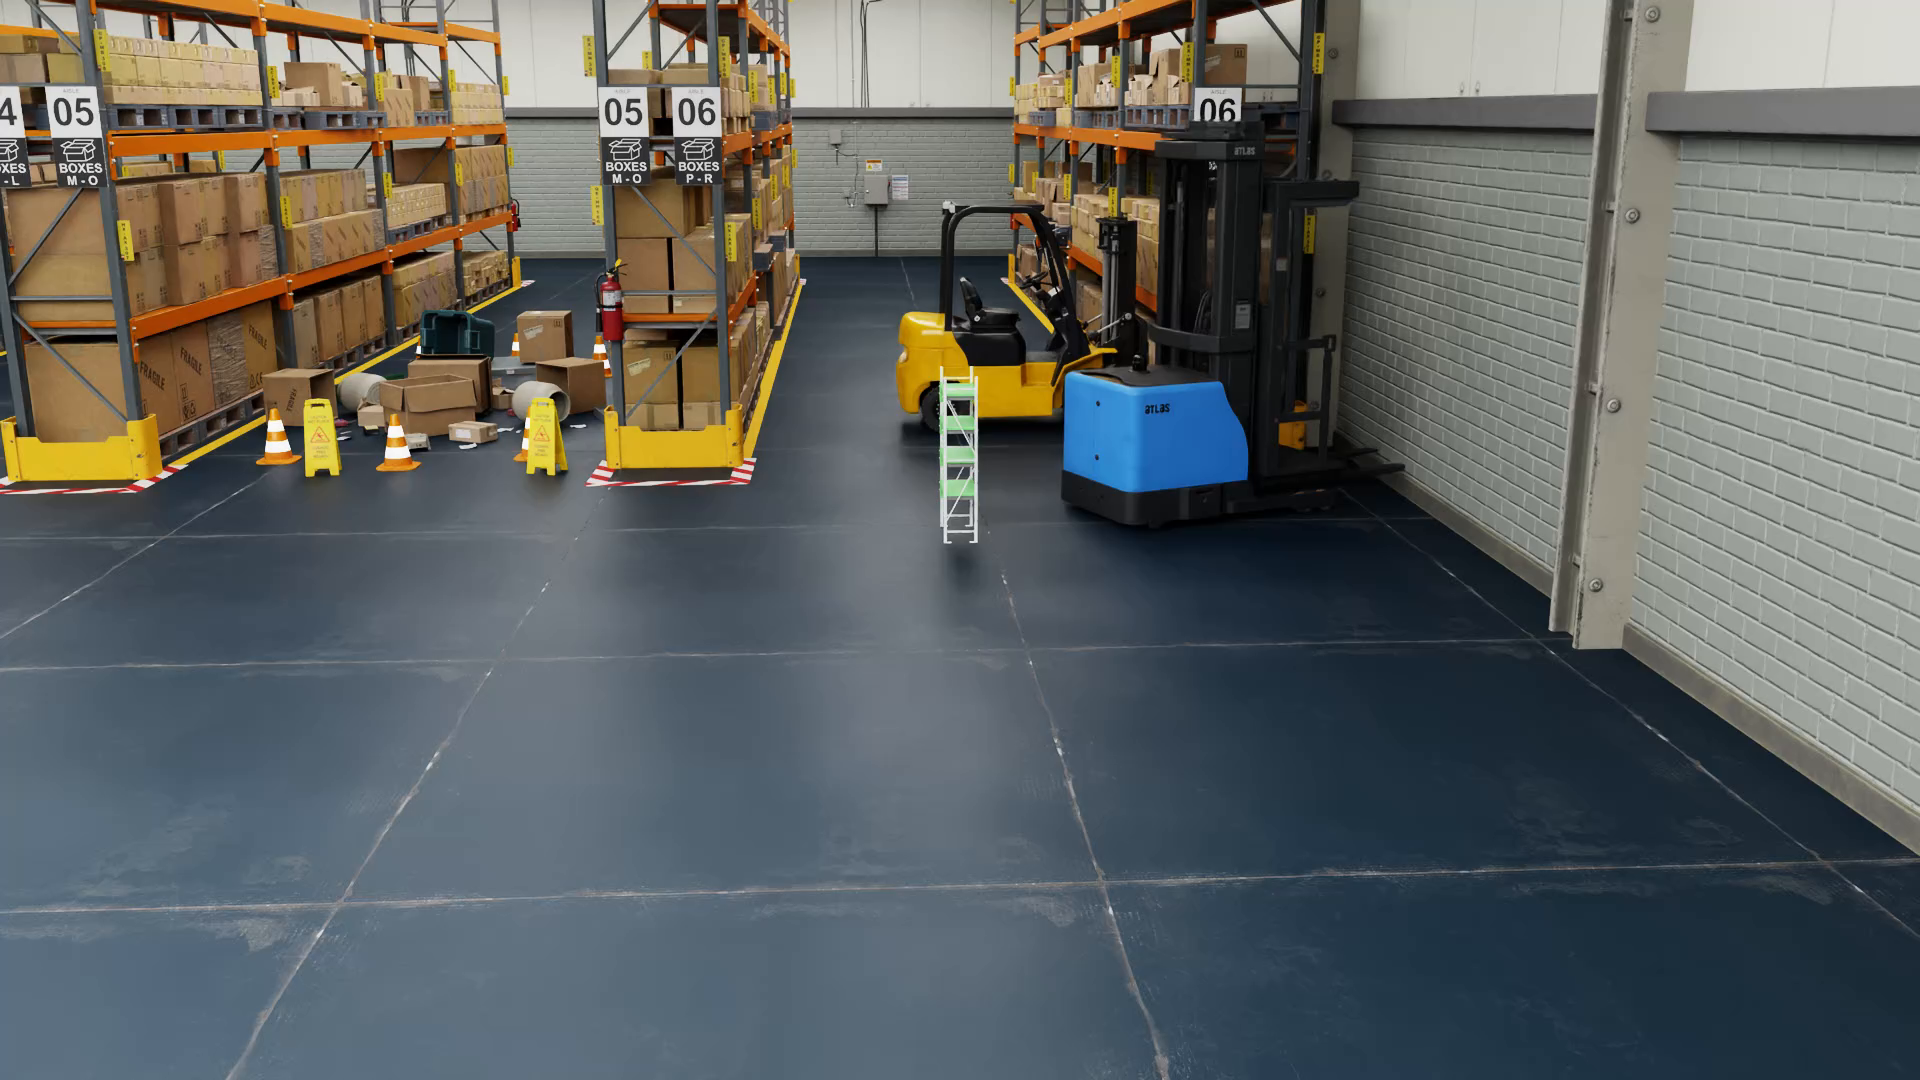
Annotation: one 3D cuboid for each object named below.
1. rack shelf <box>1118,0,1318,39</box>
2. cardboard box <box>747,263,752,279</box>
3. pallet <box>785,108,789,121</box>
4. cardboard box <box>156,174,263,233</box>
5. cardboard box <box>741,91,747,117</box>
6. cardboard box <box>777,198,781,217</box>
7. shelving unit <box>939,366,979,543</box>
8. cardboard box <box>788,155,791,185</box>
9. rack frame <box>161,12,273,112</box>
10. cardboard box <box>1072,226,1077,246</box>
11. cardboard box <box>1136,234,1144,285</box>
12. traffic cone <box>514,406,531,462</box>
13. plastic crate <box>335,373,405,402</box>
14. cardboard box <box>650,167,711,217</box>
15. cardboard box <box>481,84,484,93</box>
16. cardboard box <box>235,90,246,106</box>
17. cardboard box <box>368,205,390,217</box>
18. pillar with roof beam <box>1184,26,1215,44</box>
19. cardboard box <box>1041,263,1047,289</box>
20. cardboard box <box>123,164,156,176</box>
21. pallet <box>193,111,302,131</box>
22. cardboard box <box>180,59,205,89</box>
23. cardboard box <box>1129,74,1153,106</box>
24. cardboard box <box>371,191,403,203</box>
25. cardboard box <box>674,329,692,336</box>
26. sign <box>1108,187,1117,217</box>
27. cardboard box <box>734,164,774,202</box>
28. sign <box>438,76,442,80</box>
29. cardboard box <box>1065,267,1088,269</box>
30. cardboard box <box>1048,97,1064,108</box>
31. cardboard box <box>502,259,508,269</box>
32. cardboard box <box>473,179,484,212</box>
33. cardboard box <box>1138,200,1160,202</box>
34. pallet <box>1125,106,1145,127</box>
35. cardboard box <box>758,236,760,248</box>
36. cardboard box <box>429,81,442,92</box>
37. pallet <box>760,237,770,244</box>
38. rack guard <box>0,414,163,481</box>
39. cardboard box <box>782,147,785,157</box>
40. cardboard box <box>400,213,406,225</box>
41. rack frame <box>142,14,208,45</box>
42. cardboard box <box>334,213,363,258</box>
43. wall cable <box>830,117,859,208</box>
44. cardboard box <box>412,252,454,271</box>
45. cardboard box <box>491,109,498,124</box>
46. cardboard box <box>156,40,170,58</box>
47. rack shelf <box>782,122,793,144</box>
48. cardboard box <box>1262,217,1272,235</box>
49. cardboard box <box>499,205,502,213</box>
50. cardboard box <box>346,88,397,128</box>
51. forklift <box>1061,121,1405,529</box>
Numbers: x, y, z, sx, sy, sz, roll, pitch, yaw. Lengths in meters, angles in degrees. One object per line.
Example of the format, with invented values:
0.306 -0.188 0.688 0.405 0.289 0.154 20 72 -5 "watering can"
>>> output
2.338 -5.041 15.807 1.077 0.370 4.000 -1 14 -3 "rack shelf"
-2.393 -2.839 17.545 0.380 0.149 0.250 -1 14 -2 "cardboard box"
-3.348 -7.004 27.385 1.003 0.211 1.213 -1 14 -3 "pallet"
-7.535 -3.365 16.616 0.875 0.550 0.550 -1 14 -3 "cardboard box"
-2.411 -4.391 16.756 0.500 0.250 0.500 -1 14 -4 "cardboard box"
-2.840 -4.771 23.847 0.500 0.250 0.500 -1 14 -2 "cardboard box"
-0.010 -0.622 12.037 0.258 1.200 0.503 -1 14 -3 "shelving unit"
-3.127 -6.246 28.076 0.500 0.500 0.500 -1 14 -4 "cardboard box"
-7.674 -5.902 16.905 1.000 3.000 0.127 -1 14 -3 "rack frame"
1.750 -3.983 21.790 0.500 0.250 0.500 -1 14 -3 "cardboard box"
2.062 -2.854 16.899 0.500 0.500 0.500 -1 14 -4 "cardboard box"
-3.806 -0.962 14.835 0.336 0.463 0.334 -1 14 -3 "traffic cone"
-6.356 -1.639 17.906 0.450 0.188 0.662 -4 11 28 "plastic crate"
-2.919 -3.534 16.939 0.700 0.500 0.500 -1 14 -3 "cardboard box"
-8.089 -7.463 27.491 0.380 0.149 0.250 -1 14 -5 "cardboard box"
-7.299 -4.367 16.419 0.380 0.149 0.250 -1 14 -3 "cardboard box"
-7.751 -4.340 21.940 0.380 0.149 0.250 0 14 -1 "cardboard box"
-1.350 -6.699 20.003 9.100 9.000 0.400 -1 14 -3 "pillar with roof beam"
1.524 -4.034 25.859 0.500 0.500 0.500 0 14 -1 "cardboard box"
-12.924 -5.615 26.028 0.500 0.500 0.500 -1 14 -3 "cardboard box"
-7.780 -4.584 18.186 0.805 0.209 1.217 -1 15 -6 "pallet"
-7.295 -4.278 15.274 0.500 0.250 0.500 -1 14 -4 "cardboard box"
2.023 -4.626 17.102 0.500 0.311 0.500 -1 14 -2 "cardboard box"
-7.803 -4.673 22.635 0.380 0.149 0.250 -1 15 -6 "cardboard box"
-2.862 -1.789 16.129 0.500 0.500 0.500 -1 14 -5 "cardboard box"
1.673 -3.687 18.172 0.100 0.325 0.005 -1 14 -3 "sign"
-2.814 -4.875 22.747 0.500 0.500 0.500 -1 14 -3 "cardboard box"
-8.959 -7.848 28.736 0.100 0.325 0.005 -1 14 -3 "sign"
1.692 -3.796 23.632 0.380 0.149 0.250 0 14 -2 "cardboard box"
1.461 -6.286 23.877 0.380 0.149 0.250 -1 14 -2 "cardboard box"
-8.100 -4.821 29.024 0.380 0.149 0.250 -1 14 -5 "cardboard box"
-7.982 -5.554 26.796 0.500 0.500 0.500 -1 14 -5 "cardboard box"
2.069 -3.471 17.399 0.380 0.149 0.250 -1 14 -4 "cardboard box"
2.293 -4.374 17.163 1.003 0.211 1.213 -1 14 -3 "pallet"
-2.465 -3.384 18.821 0.380 0.149 0.250 -1 14 -2 "cardboard box"
-7.946 -6.877 25.214 0.380 0.149 0.250 -1 14 -4 "cardboard box"
-2.824 -3.508 20.026 1.003 0.211 1.213 -1 14 -3 "pallet"
-7.425 -0.785 14.074 1.175 0.500 0.348 -1 14 -3 "rack guard"
-3.027 -6.272 26.876 0.380 0.149 0.250 -1 14 -5 "cardboard box"
-7.800 -4.388 22.723 0.380 0.149 0.250 0 14 -1 "cardboard box"
-13.374 -8.835 28.304 1.000 3.000 0.127 -1 14 -3 "rack frame"
-7.565 -3.683 20.121 0.500 0.500 0.500 -1 14 -4 "cardboard box"
-2.441 -8.001 35.065 0.588 1.984 0.122 -1 14 -3 "wall cable"
-7.871 -4.161 24.846 0.500 0.250 0.500 -1 14 -5 "cardboard box"
-8.086 -7.125 27.980 0.500 0.250 0.500 -1 14 -3 "cardboard box"
-7.191 -4.311 14.604 0.380 0.149 0.250 -1 14 -4 "cardboard box"
-3.359 -6.689 27.429 1.077 0.370 4.000 -1 14 -3 "rack shelf"
2.654 -2.774 14.689 0.380 0.149 0.250 -1 14 -5 "cardboard box"
-8.137 -5.720 28.742 0.380 0.149 0.250 -1 14 -4 "cardboard box"
-7.692 -5.638 21.700 0.500 0.500 0.500 -1 14 -3 "cardboard box"
2.340 -1.737 12.894 3.031 2.935 1.130 -7 16 -26 "forklift"
